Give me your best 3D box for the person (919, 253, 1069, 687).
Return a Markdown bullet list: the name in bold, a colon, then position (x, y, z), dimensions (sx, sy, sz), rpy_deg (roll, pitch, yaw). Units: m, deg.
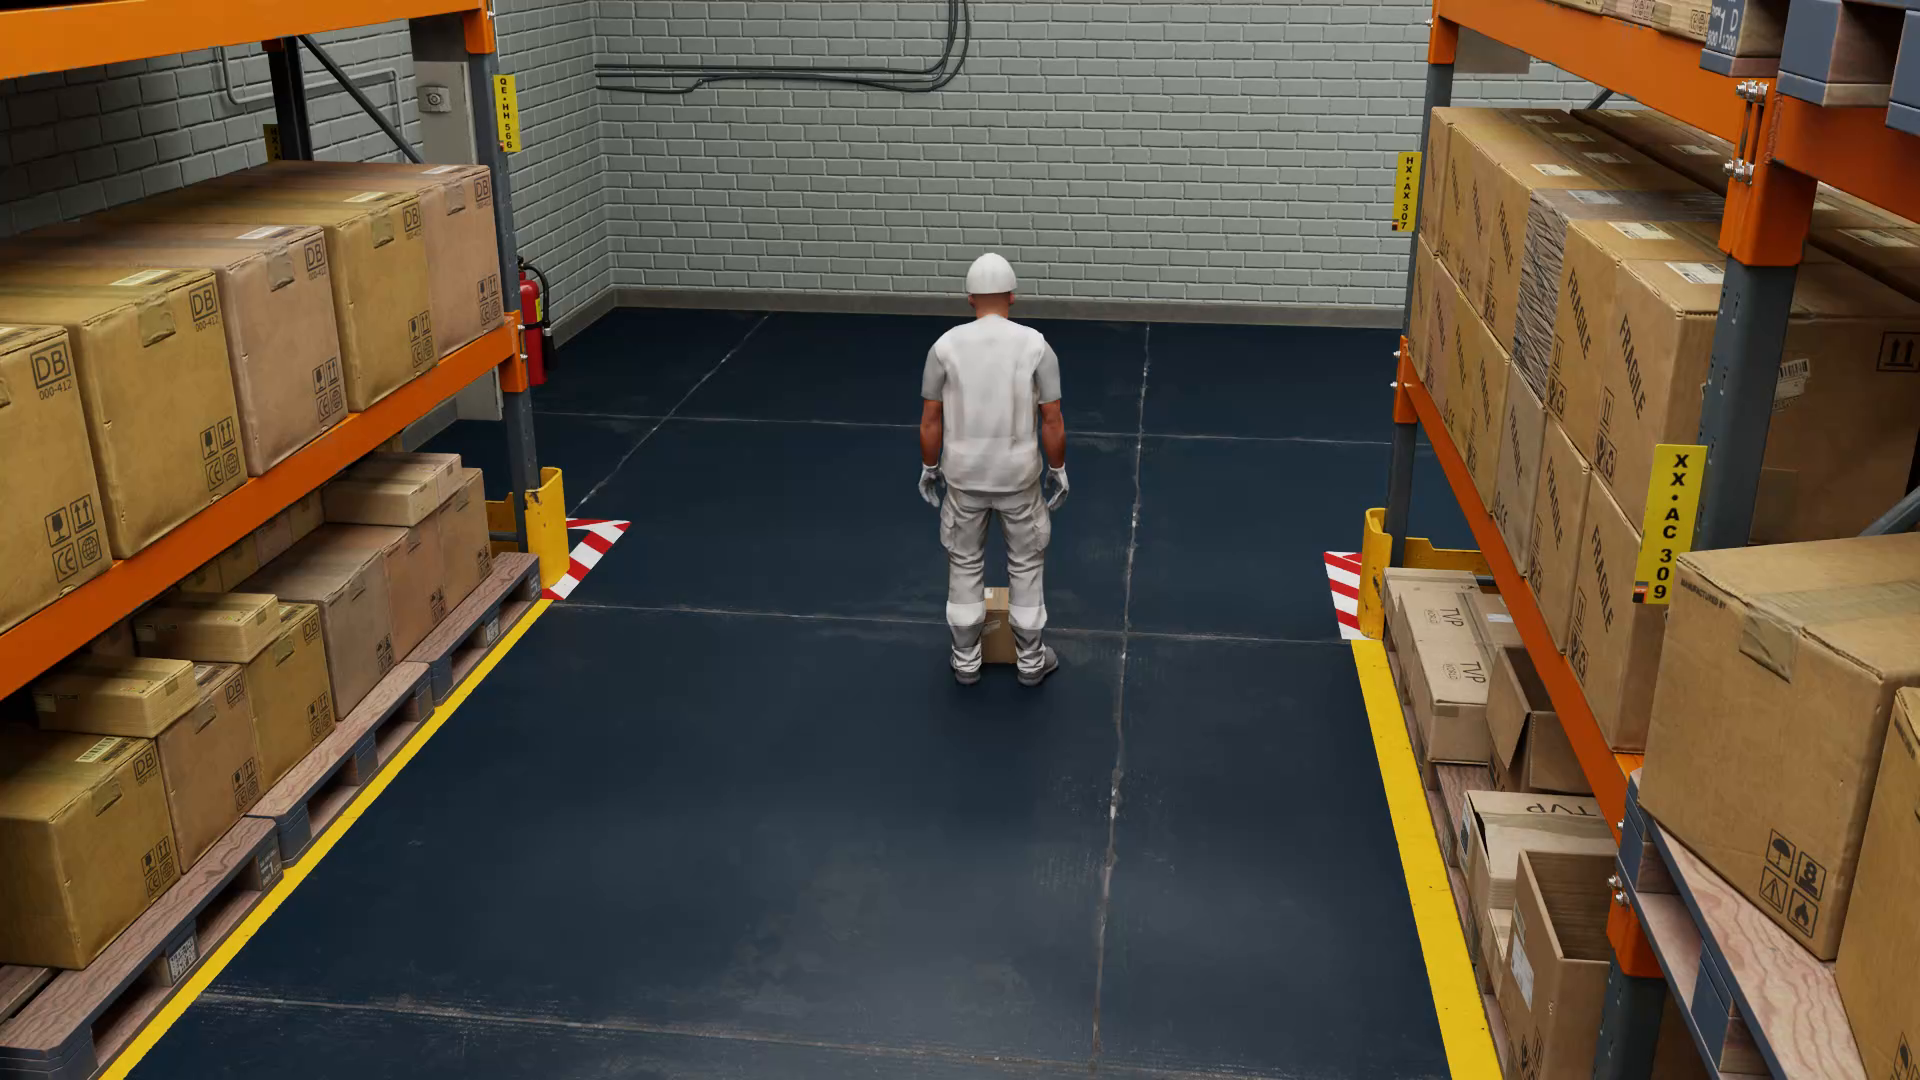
- **person**: position (0.137, -0.264, 6.752), dimensions (0.613, 1.779, 0.455), rpy_deg (2, 21, 6)
